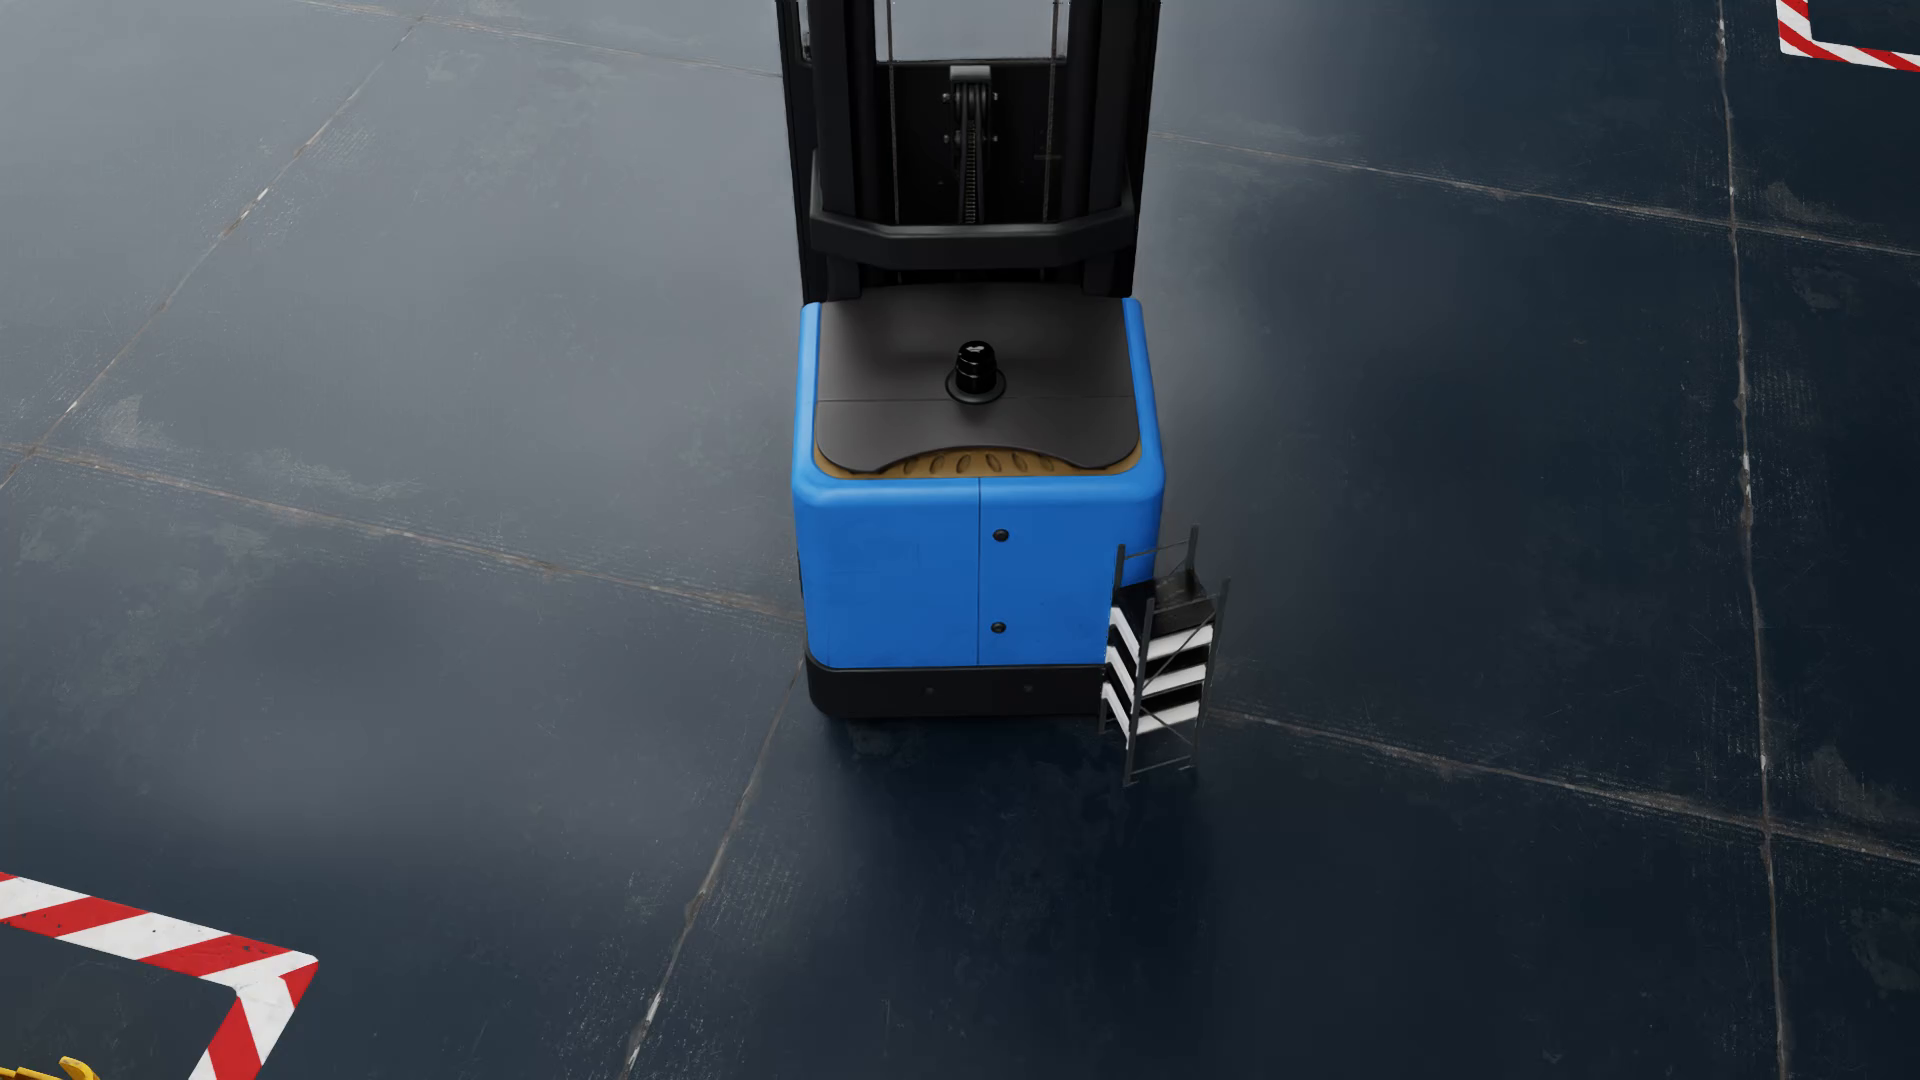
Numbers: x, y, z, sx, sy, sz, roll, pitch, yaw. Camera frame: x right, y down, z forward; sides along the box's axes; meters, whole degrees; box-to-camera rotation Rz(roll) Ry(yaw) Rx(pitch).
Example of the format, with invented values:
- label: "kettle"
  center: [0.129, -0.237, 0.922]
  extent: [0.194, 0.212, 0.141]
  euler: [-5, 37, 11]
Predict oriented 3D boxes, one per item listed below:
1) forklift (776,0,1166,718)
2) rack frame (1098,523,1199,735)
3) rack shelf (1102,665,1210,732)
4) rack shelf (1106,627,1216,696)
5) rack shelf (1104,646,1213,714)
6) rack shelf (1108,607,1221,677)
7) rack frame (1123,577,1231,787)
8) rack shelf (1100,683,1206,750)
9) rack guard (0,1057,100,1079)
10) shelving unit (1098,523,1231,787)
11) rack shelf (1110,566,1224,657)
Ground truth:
- label: "forklift"
  center: [0.018, -1.511, 5.129]
  extent: [1.130, 2.935, 3.031]
  euler: [-1, 49, -1]
- label: "rack frame"
  center: [0.546, 0.283, 4.900]
  extent: [0.240, 0.900, 0.006]
  euler: [-14, 50, -12]
- label: "rack shelf"
  center: [0.579, 0.437, 4.929]
  extent: [0.258, 0.077, 0.200]
  euler: [-14, 50, -12]
- label: "rack shelf"
  center: [0.579, 0.318, 4.794]
  extent: [0.258, 0.077, 0.200]
  euler: [-14, 50, -12]
- label: "rack shelf"
  center: [0.579, 0.377, 4.861]
  extent: [0.258, 0.077, 0.200]
  euler: [-14, 50, -12]
- label: "rack shelf"
  center: [0.579, 0.258, 4.726]
  extent: [0.258, 0.077, 0.200]
  euler: [-14, 50, -12]
- label: "rack frame"
  center: [0.612, 0.427, 4.773]
  extent: [0.240, 0.900, 0.006]
  euler: [-14, 50, -12]
- label: "rack shelf"
  center: [0.579, 0.496, 4.996]
  extent: [0.258, 0.077, 0.200]
  euler: [-14, 50, -12]
- label: "rack guard"
  center: [-2.651, 1.437, 4.149]
  extent: [1.175, 0.500, 0.348]
  euler: [12, 50, 10]
- label: "shelving unit"
  center: [0.579, 0.355, 4.836]
  extent: [0.258, 0.900, 0.210]
  euler: [-14, 50, -12]
- label: "rack shelf"
  center: [0.579, 0.199, 4.659]
  extent: [0.258, 0.077, 0.200]
  euler: [-14, 50, -12]
